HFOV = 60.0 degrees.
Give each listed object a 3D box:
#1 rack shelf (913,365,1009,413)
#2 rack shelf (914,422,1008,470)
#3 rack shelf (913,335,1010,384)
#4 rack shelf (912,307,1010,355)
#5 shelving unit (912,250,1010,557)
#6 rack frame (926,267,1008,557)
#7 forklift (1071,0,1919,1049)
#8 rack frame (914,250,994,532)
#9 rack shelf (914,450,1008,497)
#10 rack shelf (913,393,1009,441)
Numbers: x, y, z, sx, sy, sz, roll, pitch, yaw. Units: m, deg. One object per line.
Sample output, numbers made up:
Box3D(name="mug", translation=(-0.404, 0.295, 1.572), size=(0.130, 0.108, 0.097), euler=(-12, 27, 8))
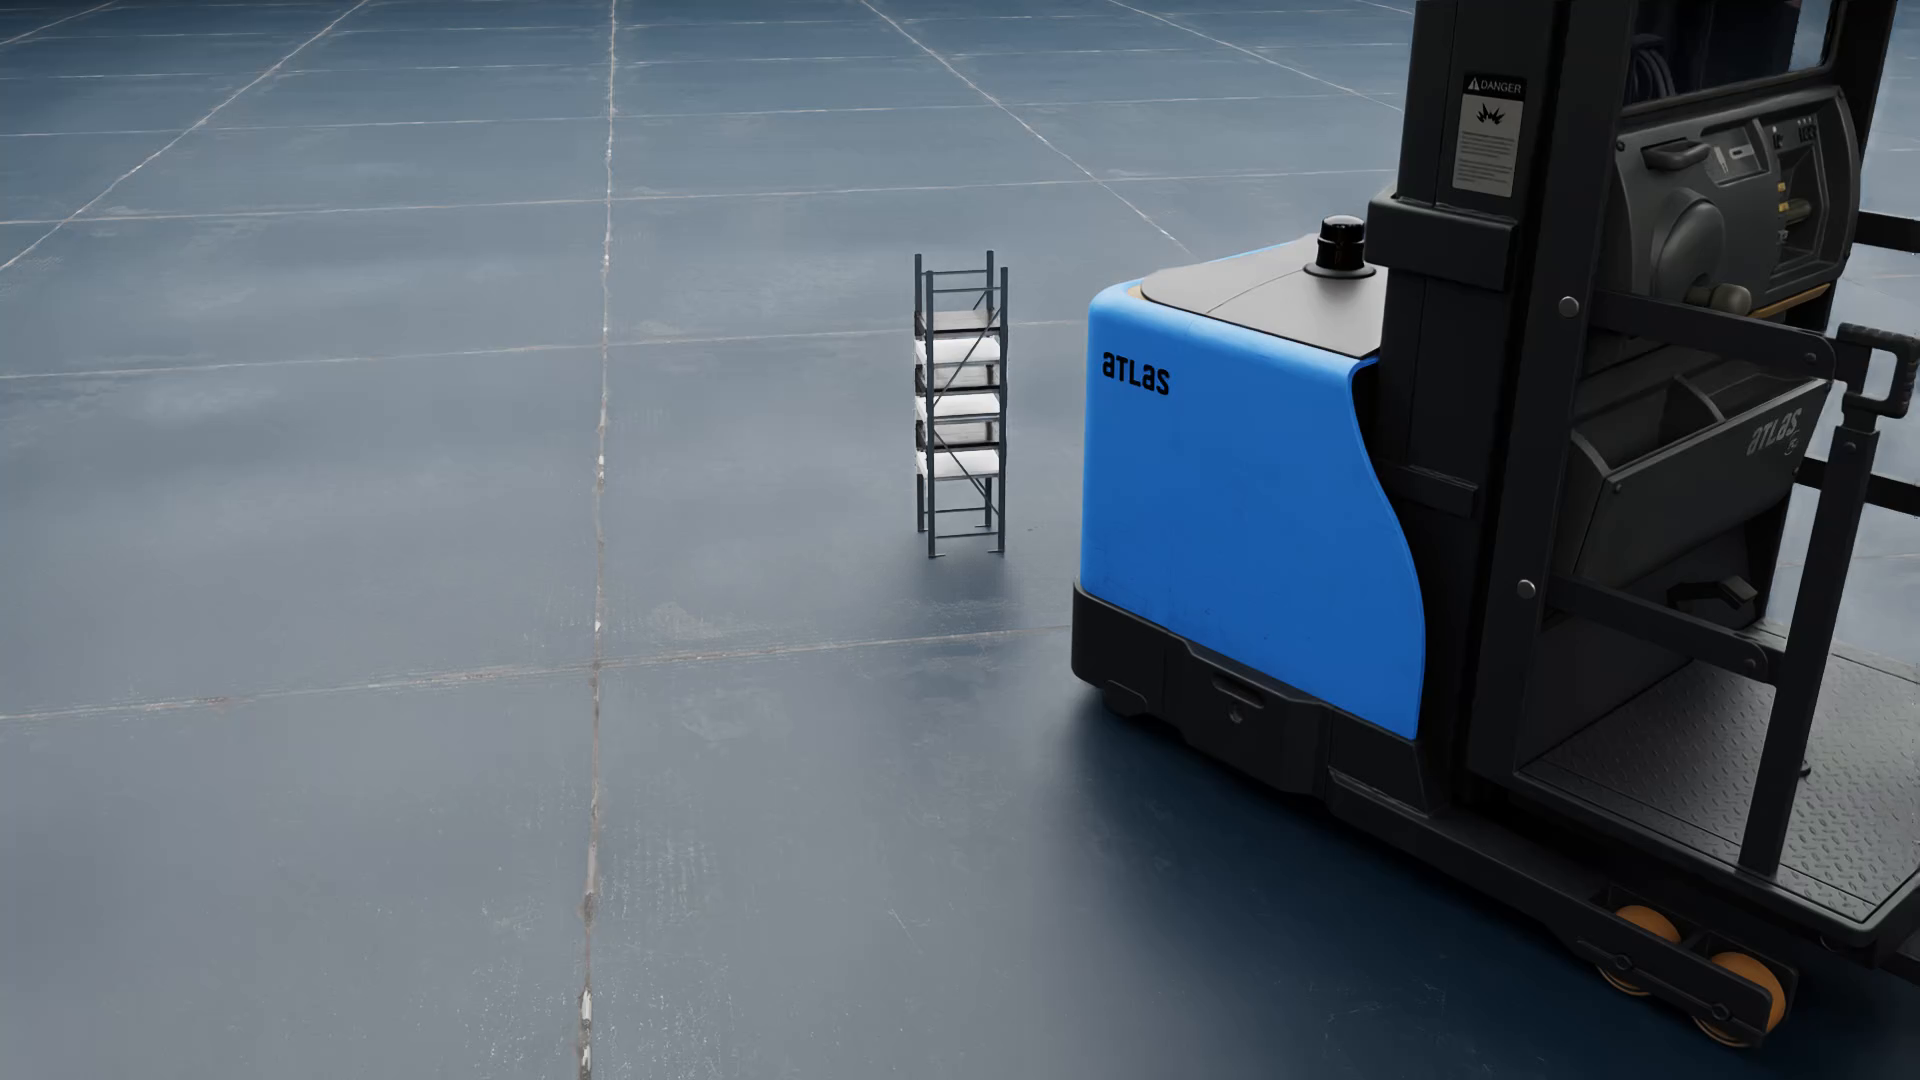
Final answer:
Box3D(name="rack shelf", translation=(0.001, -0.461, 5.040), size=(0.258, 0.077, 0.200), euler=(-4, 24, -10))
Box3D(name="rack shelf", translation=(0.001, -0.296, 5.112), size=(0.258, 0.077, 0.200), euler=(-4, 24, -10))
Box3D(name="rack shelf", translation=(0.001, -0.544, 5.004), size=(0.258, 0.077, 0.200), euler=(-4, 24, -10))
Box3D(name="rack shelf", translation=(0.001, -0.626, 4.968), size=(0.258, 0.077, 0.200), euler=(-4, 24, -10))
Box3D(name="shelving unit", translation=(0.001, -0.409, 5.063), size=(0.258, 0.900, 0.210), euler=(-4, 24, -10))
Box3D(name="rack frame", translation=(0.020, -0.369, 4.971), size=(0.240, 0.900, 0.006), euler=(-4, 24, -10))
Box3D(name="forklift", translation=(1.635, -0.632, 3.036), size=(1.130, 2.935, 3.031), euler=(-19, 30, -37))
Box3D(name="rack frame", translation=(-0.017, -0.449, 5.154), size=(0.240, 0.900, 0.006), euler=(-4, 24, -10))
Box3D(name="rack shelf", translation=(0.001, -0.214, 5.148), size=(0.258, 0.077, 0.200), euler=(-4, 24, -10))
Box3D(name="rack shelf", translation=(0.001, -0.379, 5.076), size=(0.258, 0.077, 0.200), euler=(-4, 24, -10))
